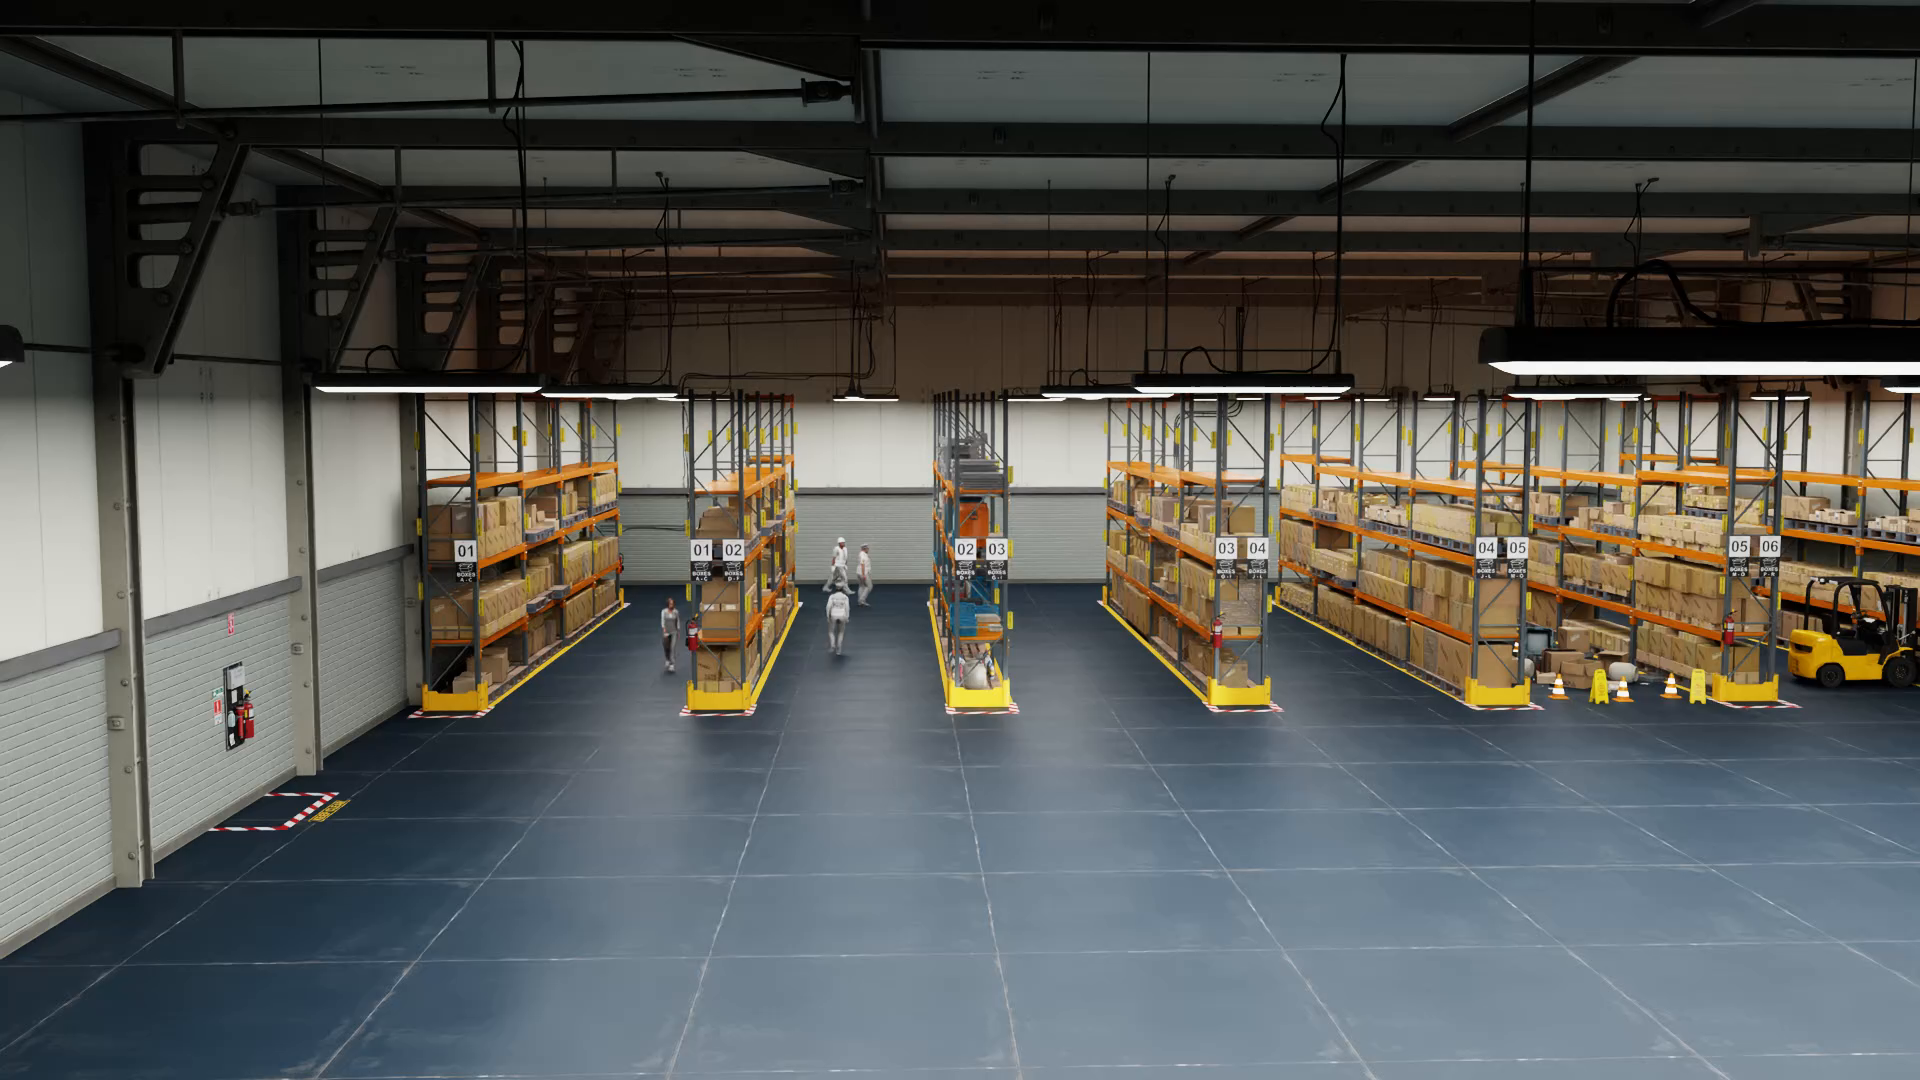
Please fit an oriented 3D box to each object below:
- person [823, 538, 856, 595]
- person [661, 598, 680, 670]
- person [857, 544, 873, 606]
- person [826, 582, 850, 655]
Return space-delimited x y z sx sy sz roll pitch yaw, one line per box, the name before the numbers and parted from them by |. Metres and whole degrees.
person | -3.622 0.786 50.075 1.136 1.726 0.519 1 5 16
person | -6.250 2.015 35.925 0.405 1.520 0.967 -1 5 -11
person | -2.730 0.992 47.388 0.421 1.784 0.576 -1 5 -15
person | -2.790 1.809 37.999 0.545 1.644 0.620 0 5 -1
